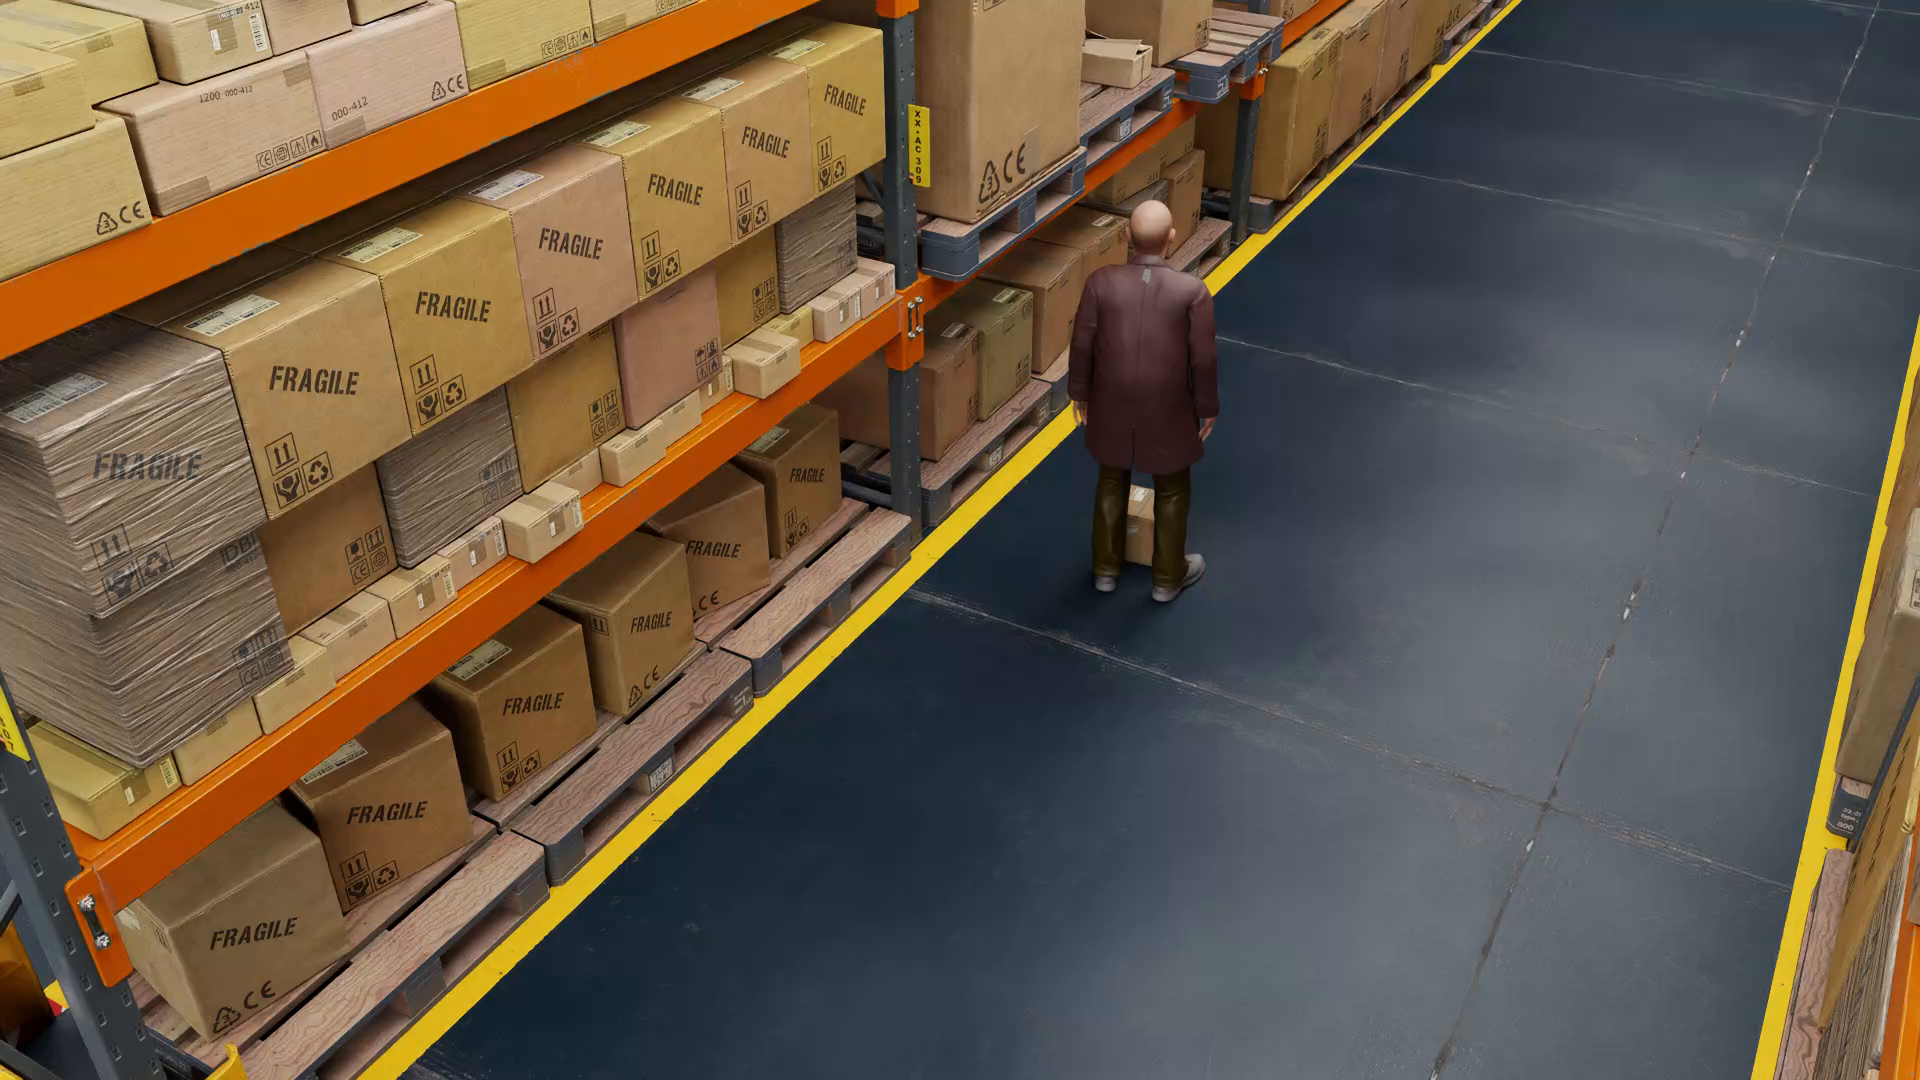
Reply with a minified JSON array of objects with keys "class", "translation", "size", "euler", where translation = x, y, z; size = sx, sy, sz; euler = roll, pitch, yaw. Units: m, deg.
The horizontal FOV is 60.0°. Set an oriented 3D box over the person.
[{"class":"person","translation":[0.767,-0.569,7.009],"size":[0.653,1.774,0.427],"euler":[10,35,15]}]
